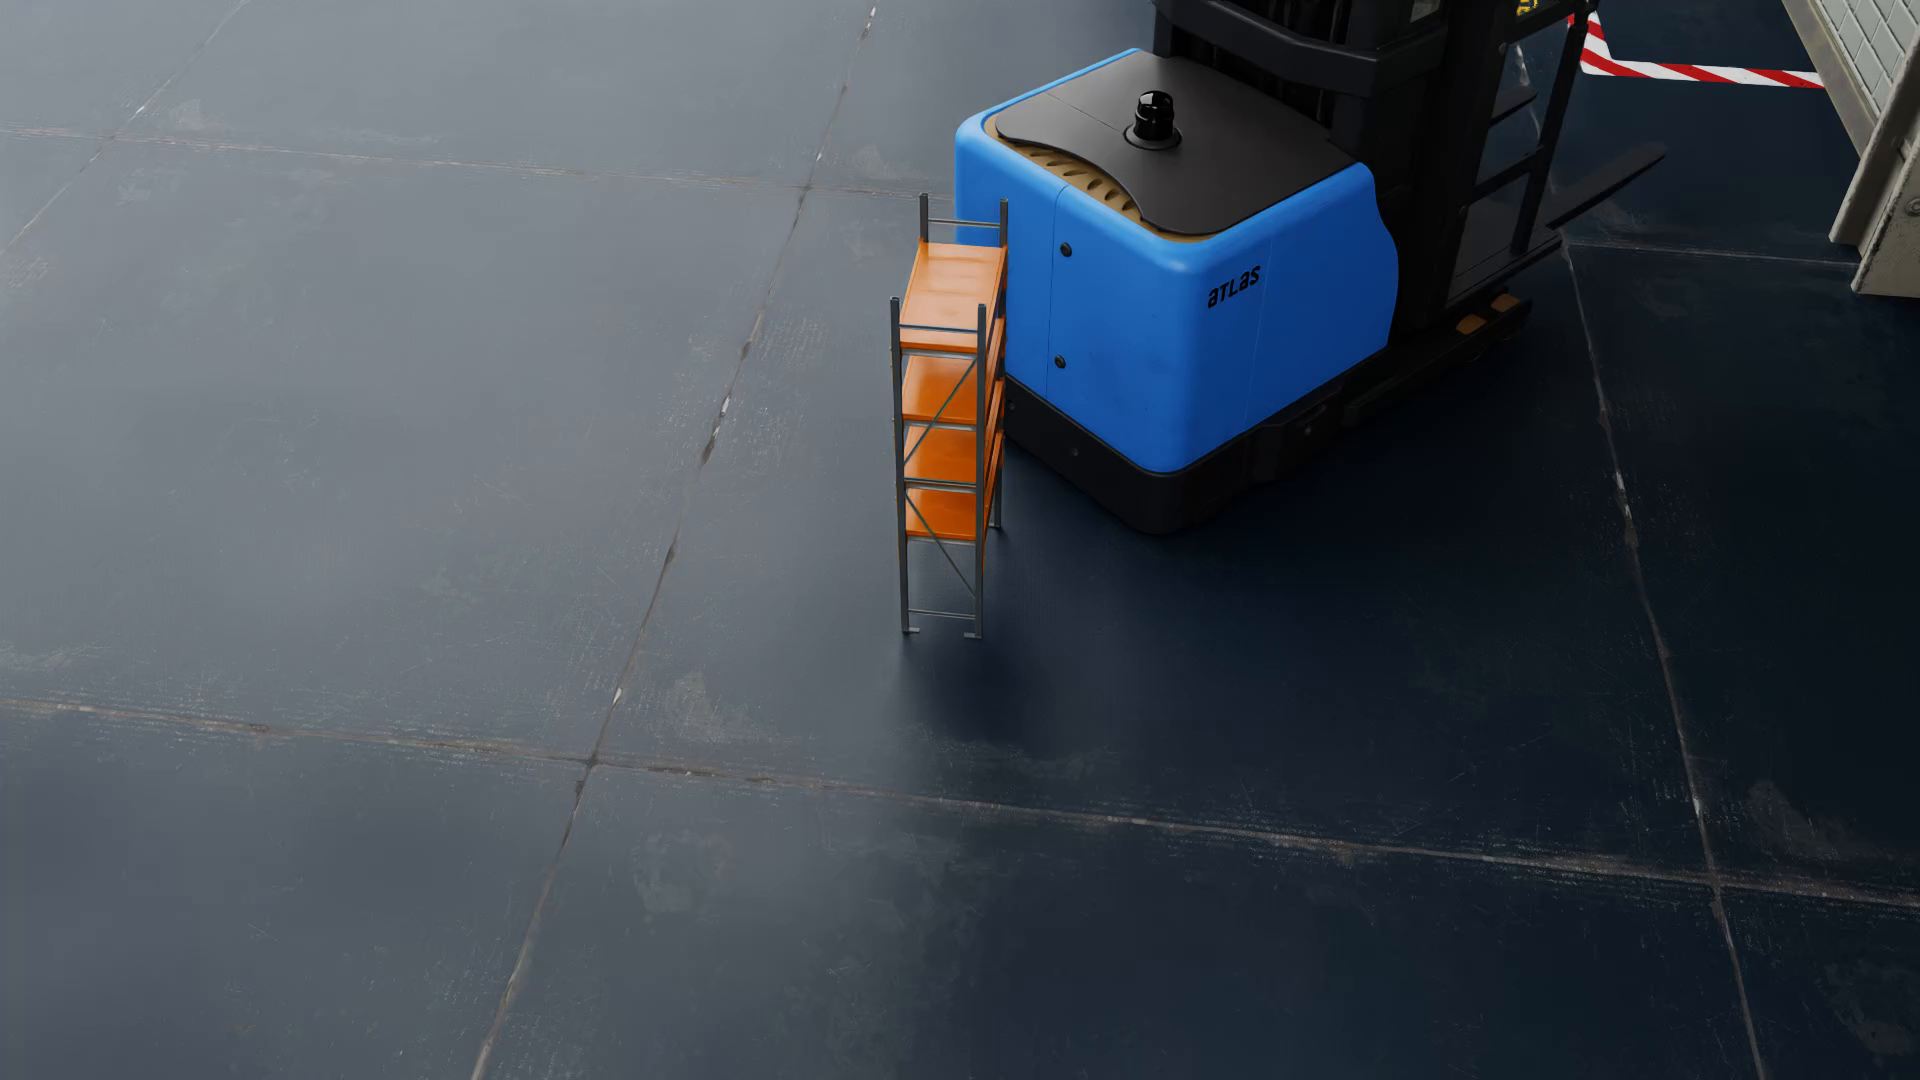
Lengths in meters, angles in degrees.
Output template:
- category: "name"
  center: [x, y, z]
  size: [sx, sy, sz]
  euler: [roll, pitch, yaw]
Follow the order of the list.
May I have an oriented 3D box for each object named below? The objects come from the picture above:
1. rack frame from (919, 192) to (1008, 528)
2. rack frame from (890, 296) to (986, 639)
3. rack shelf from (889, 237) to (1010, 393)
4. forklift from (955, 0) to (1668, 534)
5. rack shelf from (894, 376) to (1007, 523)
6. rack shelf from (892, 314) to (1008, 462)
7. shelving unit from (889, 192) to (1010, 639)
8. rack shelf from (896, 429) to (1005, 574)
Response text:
- category: "rack frame"
  center: [0.010, -0.489, 4.894]
  size: [0.240, 1.200, 0.015]
  euler: [5, 44, 6]
- category: "rack frame"
  center: [-0.054, -0.157, 4.543]
  size: [0.240, 1.200, 0.015]
  euler: [5, 44, 6]
- category: "rack shelf"
  center: [-0.022, -0.608, 4.448]
  size: [0.258, 0.148, 0.480]
  euler: [5, 44, 6]
- category: "forklift"
  center: [1.420, -1.947, 5.174]
  size: [3.031, 2.935, 1.130]
  euler: [-30, 51, -28]
- category: "rack shelf"
  center: [-0.022, -0.274, 4.765]
  size: [0.258, 0.148, 0.480]
  euler: [5, 44, 6]
- category: "rack shelf"
  center: [-0.022, -0.436, 4.611]
  size: [0.258, 0.148, 0.480]
  euler: [5, 44, 6]
- category: "shelving unit"
  center: [-0.022, -0.323, 4.718]
  size: [0.258, 1.200, 0.503]
  euler: [5, 44, 6]
- category: "rack shelf"
  center: [-0.022, -0.130, 4.901]
  size: [0.258, 0.148, 0.480]
  euler: [5, 44, 6]
